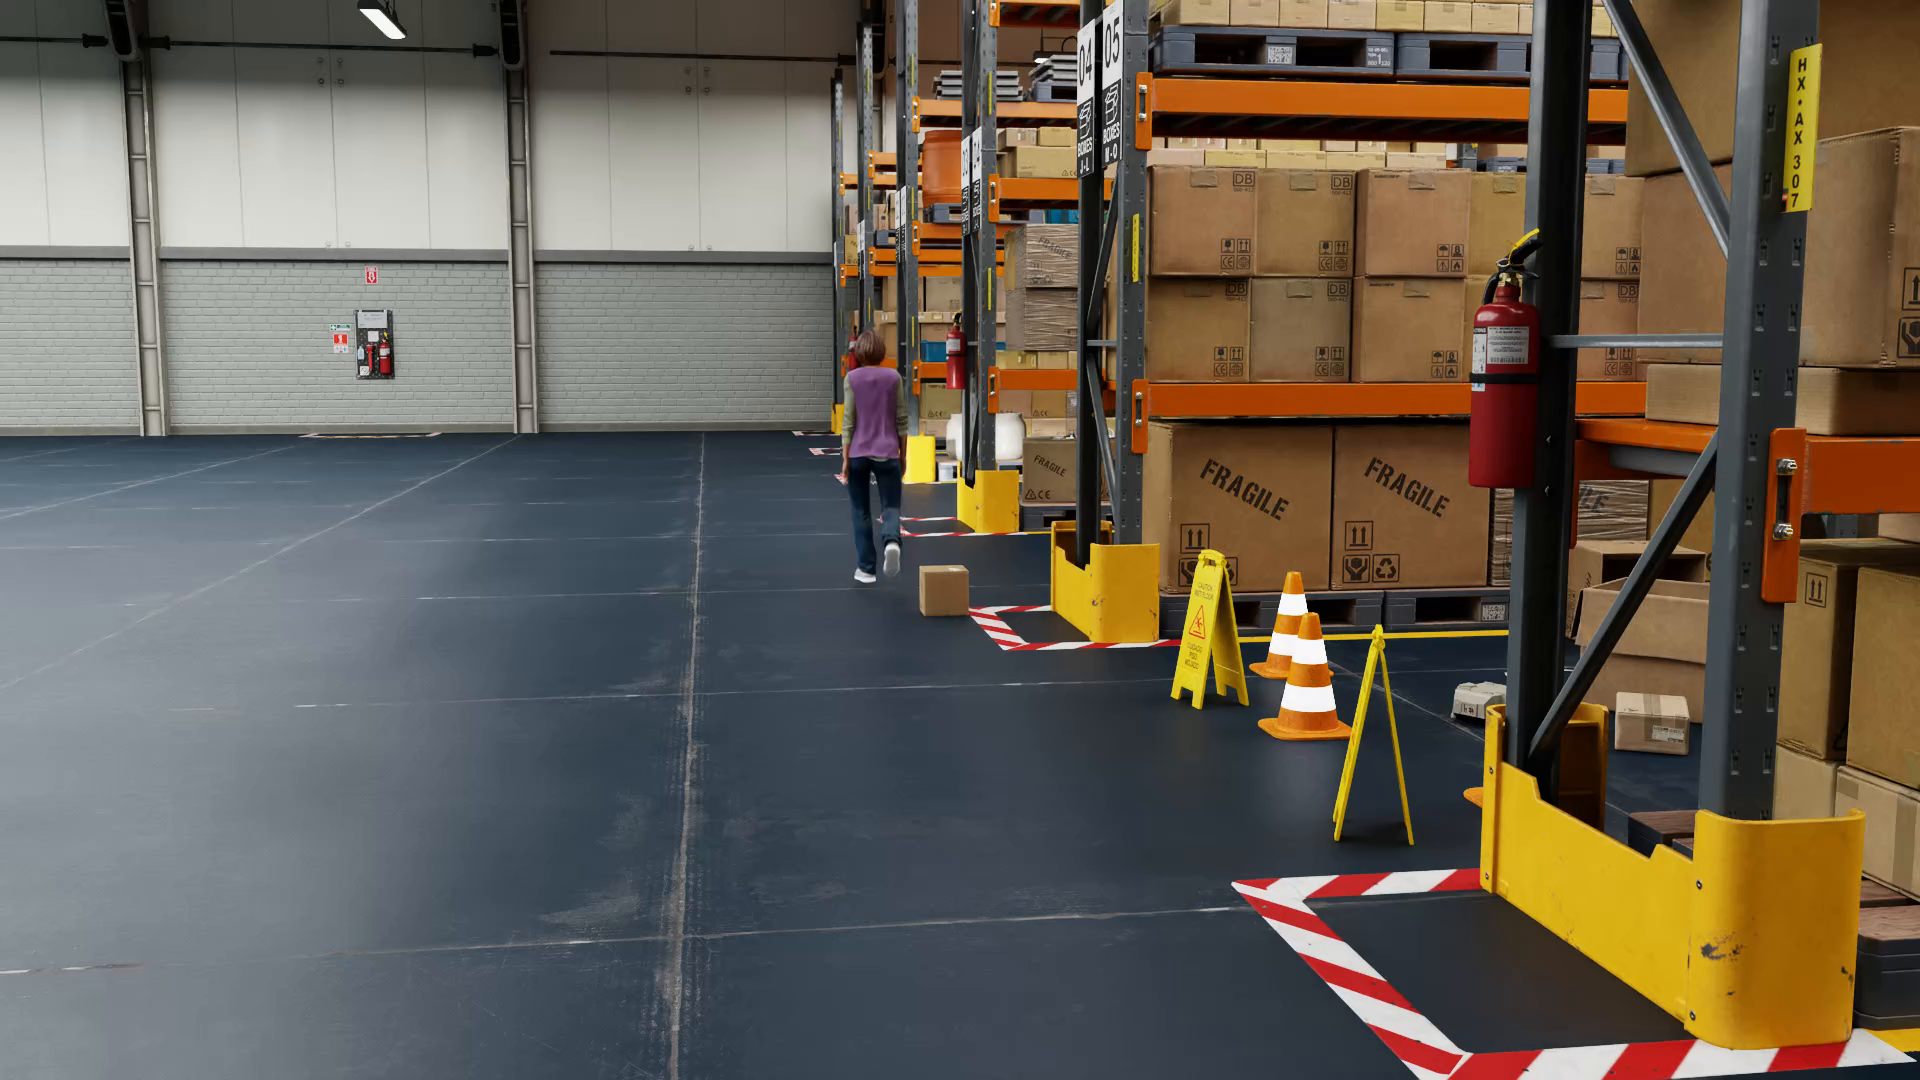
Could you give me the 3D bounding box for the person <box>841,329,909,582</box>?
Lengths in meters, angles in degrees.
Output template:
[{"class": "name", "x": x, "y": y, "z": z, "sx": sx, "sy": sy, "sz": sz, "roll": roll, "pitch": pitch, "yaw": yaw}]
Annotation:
[{"class": "person", "x": -0.516, "y": -0.497, "z": 10.158, "sx": 0.416, "sy": 1.566, "sz": 0.719, "roll": -1, "pitch": 7, "yaw": -7}]
